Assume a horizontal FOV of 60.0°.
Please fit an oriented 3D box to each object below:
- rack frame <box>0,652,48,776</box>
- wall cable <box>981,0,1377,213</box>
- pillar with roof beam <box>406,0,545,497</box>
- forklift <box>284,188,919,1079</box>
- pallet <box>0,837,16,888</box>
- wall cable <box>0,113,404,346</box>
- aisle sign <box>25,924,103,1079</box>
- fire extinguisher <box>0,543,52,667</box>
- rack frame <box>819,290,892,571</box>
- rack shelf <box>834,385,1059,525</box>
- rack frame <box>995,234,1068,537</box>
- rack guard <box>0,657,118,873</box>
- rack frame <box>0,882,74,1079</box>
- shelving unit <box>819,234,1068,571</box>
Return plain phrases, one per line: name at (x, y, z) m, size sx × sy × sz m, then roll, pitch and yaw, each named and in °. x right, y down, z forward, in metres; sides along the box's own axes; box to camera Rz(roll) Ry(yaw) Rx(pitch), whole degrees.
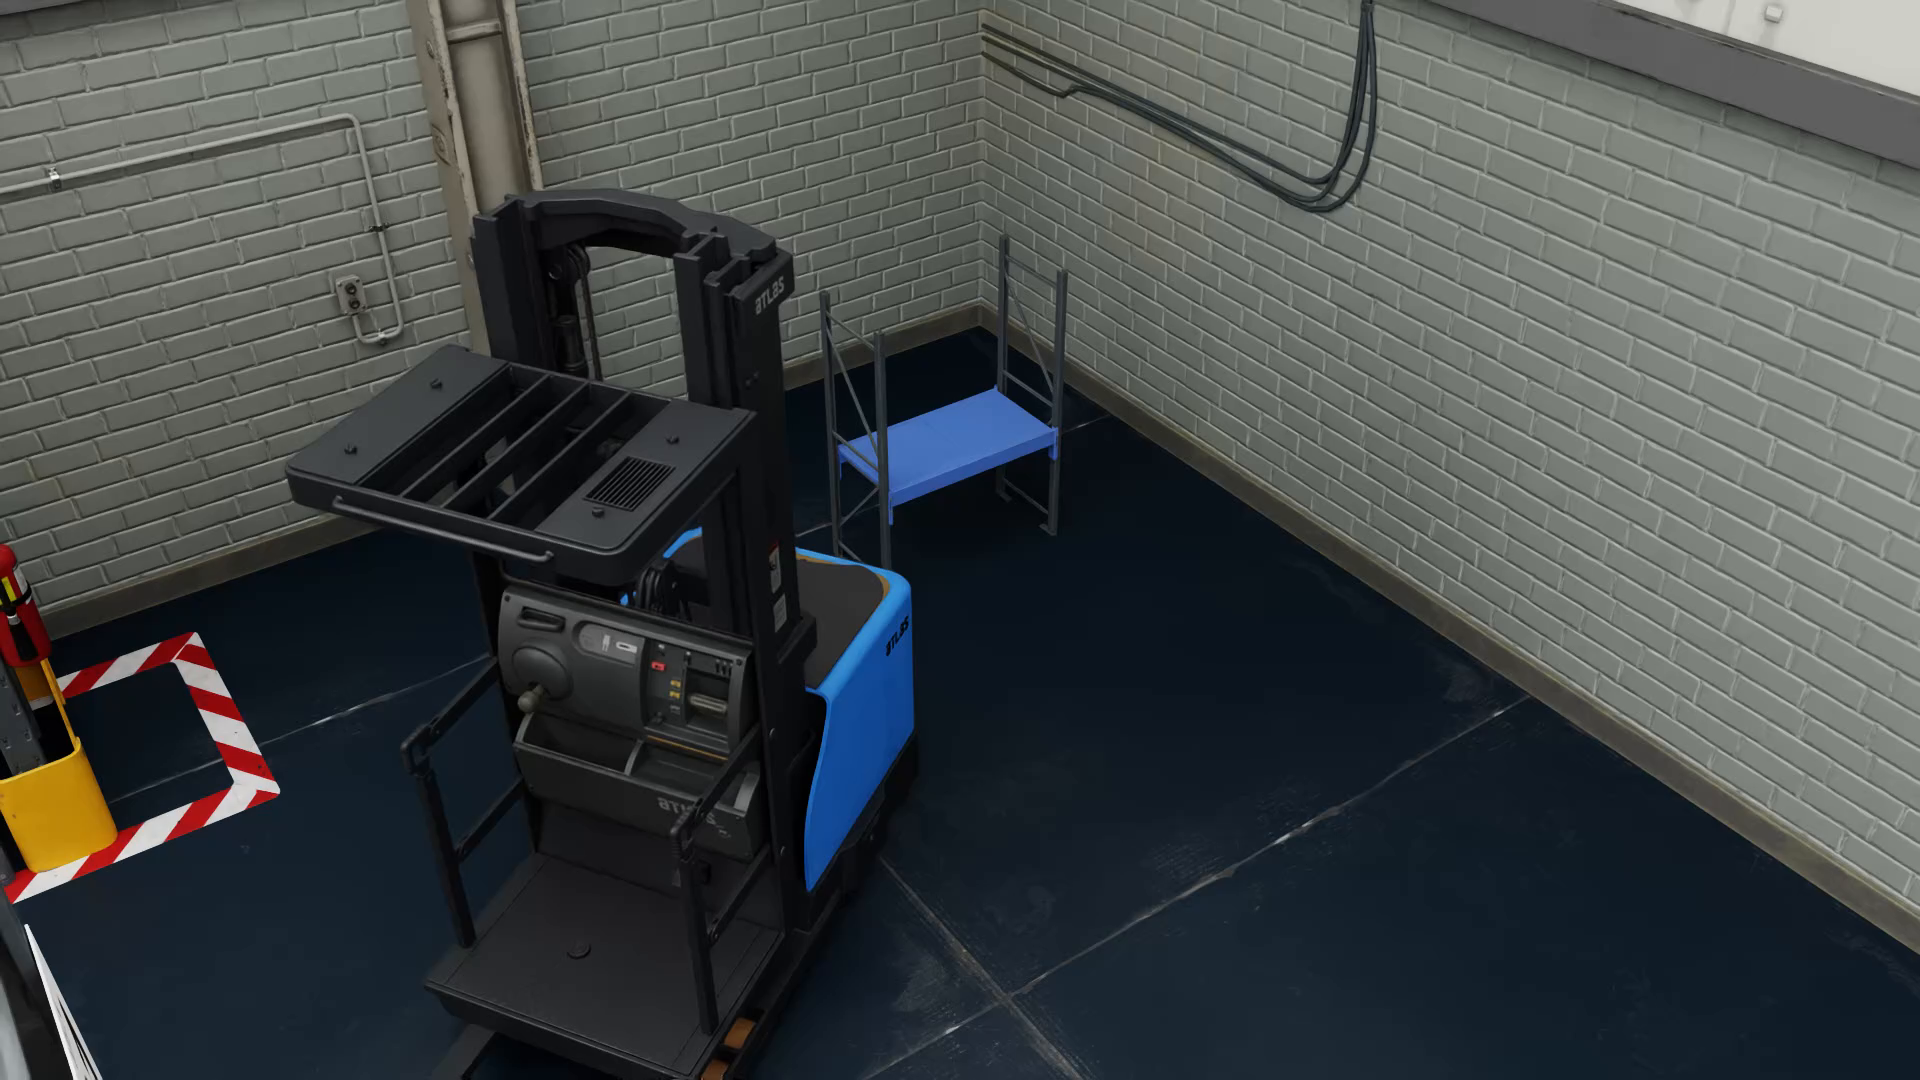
rack frame at (-3.945, -0.189, 6.258) m, size 0.127 × 3.000 × 1.000 m, roll -22°, pitch 41°, yaw -28°
wall cable at (0.884, -3.096, 7.821) m, size 0.112 × 2.526 × 3.097 m, roll -22°, pitch 41°, yaw -28°
pillar with roof beam at (0.244, -1.891, 3.486) m, size 0.400 × 9.000 × 9.100 m, roll -22°, pitch 41°, yaw -28°
forklift at (-1.203, 0.508, 5.347) m, size 1.130 × 2.935 × 3.031 m, roll 13°, pitch 38°, yaw 18°
pallet at (-4.553, 1.249, 6.646) m, size 1.213 × 0.211 × 1.003 m, roll -22°, pitch 41°, yaw -28°
wall cable at (-3.443, -1.484, 7.188) m, size 1.851 × 1.984 × 0.084 m, roll -22°, pitch 41°, yaw -28°
aisle sign at (-1.201, 0.955, 2.440) m, size 0.004 × 0.787 × 0.394 m, roll -22°, pitch 41°, yaw -28°
fire extinguisher at (-3.556, 0.163, 6.154) m, size 0.183 × 0.674 × 0.296 m, roll -22°, pitch 41°, yaw -28°
rack frame at (-0.485, -0.409, 7.848) m, size 0.032 × 1.500 × 0.500 m, roll -22°, pitch 41°, yaw -28°
rack shelf at (-0.070, -0.434, 8.191) m, size 1.000 × 0.185 × 0.538 m, roll -22°, pitch 41°, yaw -28°
rack frame at (0.346, -0.751, 8.323) m, size 0.032 × 1.500 × 0.500 m, roll -22°, pitch 41°, yaw -28°
rack guard at (-3.925, 0.817, 6.999) m, size 0.348 × 0.500 × 1.175 m, roll -22°, pitch 41°, yaw -28°
rack frame at (-1.088, -0.262, 1.221) m, size 0.127 × 3.000 × 1.000 m, roll -22°, pitch 41°, yaw -28°
shelving unit at (-0.070, -0.580, 8.086) m, size 1.048 × 1.500 × 0.538 m, roll -22°, pitch 41°, yaw -28°
